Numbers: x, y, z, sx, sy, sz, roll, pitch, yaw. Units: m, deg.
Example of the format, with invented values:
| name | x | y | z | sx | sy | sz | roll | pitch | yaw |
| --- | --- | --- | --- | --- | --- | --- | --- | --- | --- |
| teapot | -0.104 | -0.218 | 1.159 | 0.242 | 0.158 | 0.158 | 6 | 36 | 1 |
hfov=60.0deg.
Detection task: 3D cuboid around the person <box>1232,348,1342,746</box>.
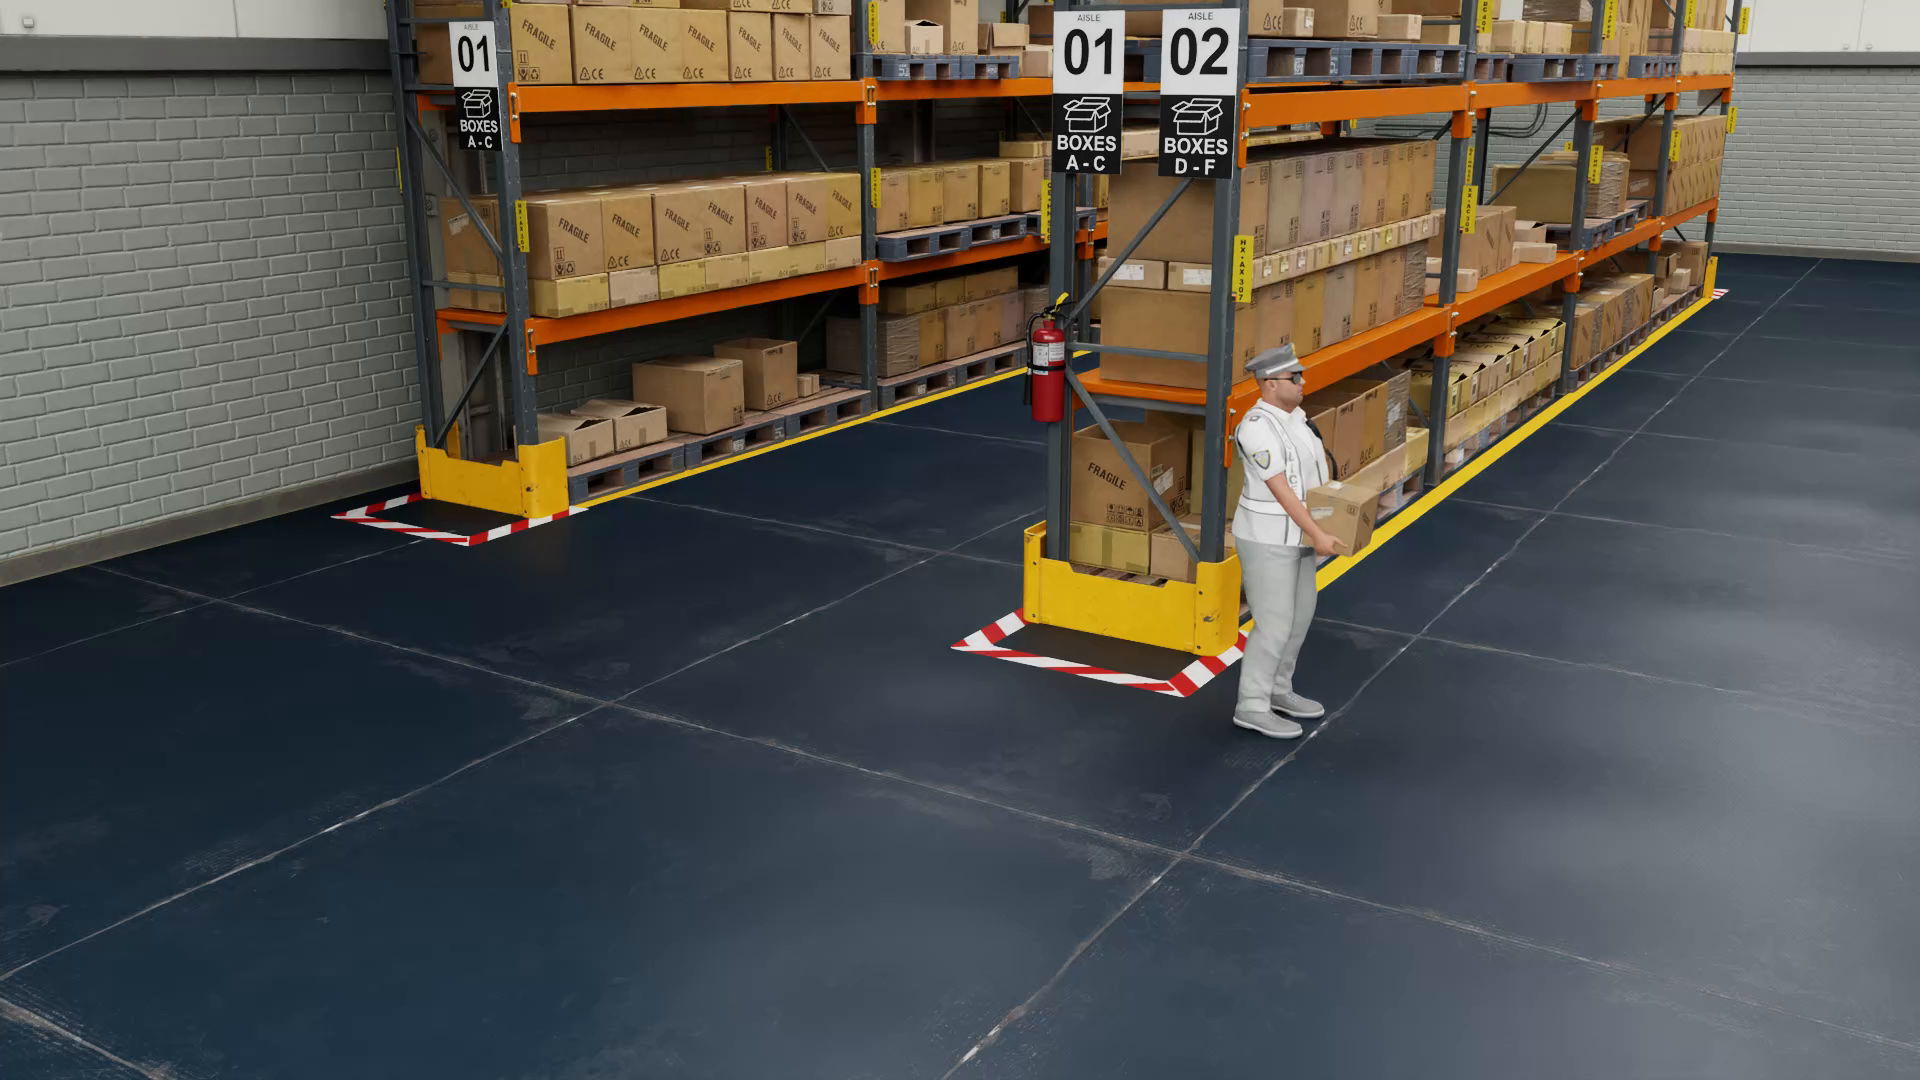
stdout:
| name | x | y | z | sx | sy | sz | roll | pitch | yaw |
| --- | --- | --- | --- | --- | --- | --- | --- | --- | --- |
| person | 1.463 | -0.002 | 7.520 | 0.429 | 1.750 | 0.605 | 9 | 18 | 28 |
